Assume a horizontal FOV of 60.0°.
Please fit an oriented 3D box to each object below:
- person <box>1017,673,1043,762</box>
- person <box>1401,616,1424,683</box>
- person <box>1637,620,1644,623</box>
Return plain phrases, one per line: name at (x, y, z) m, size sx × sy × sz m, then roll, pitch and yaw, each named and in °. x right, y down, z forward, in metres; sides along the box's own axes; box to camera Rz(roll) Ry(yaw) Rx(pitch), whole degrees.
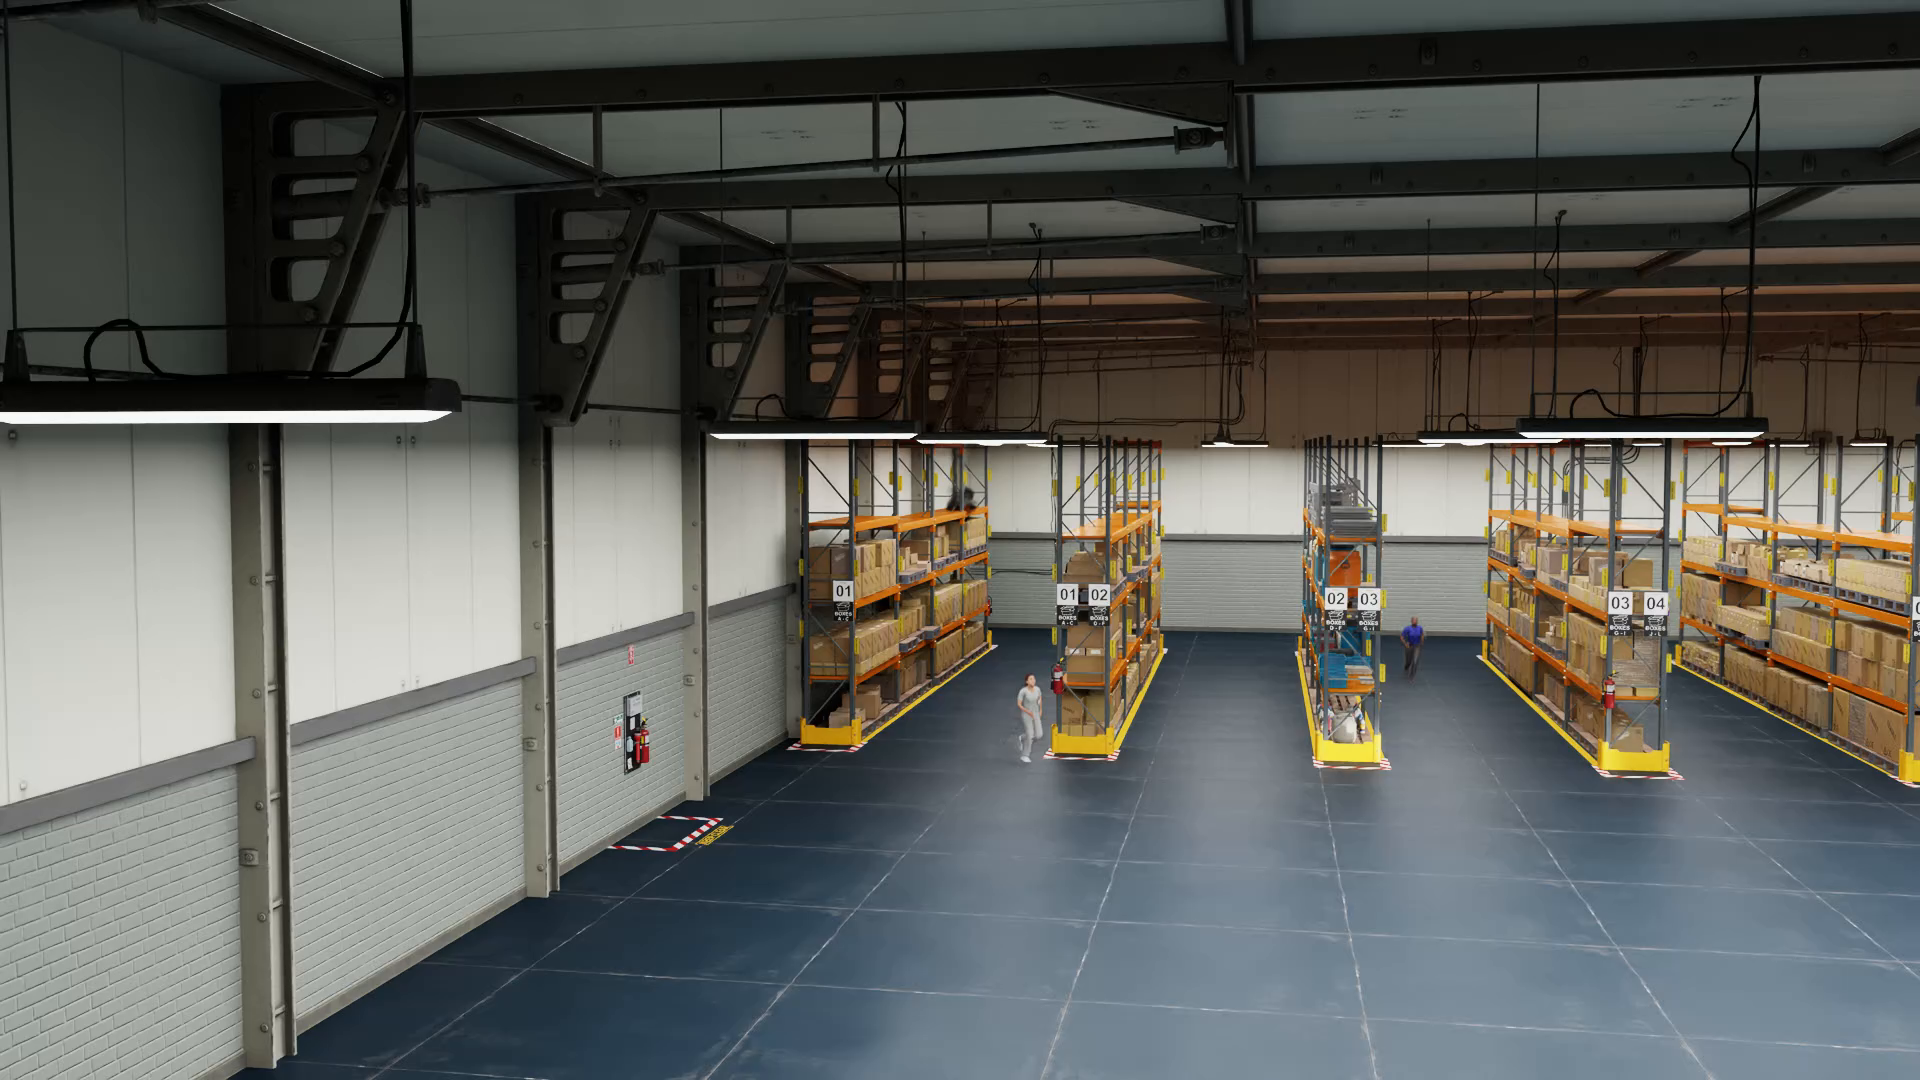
person at (1.294, 3.260, 30.628) m, size 0.593 × 1.635 × 0.630 m, roll -2°, pitch 4°, yaw -31°
person at (11.212, 2.705, 41.184) m, size 0.600 × 1.627 × 0.782 m, roll 0°, pitch 3°, yaw 1°
person at (18.531, 2.425, 45.198) m, size 0.777 × 1.715 × 0.770 m, roll -2°, pitch 4°, yaw -29°
